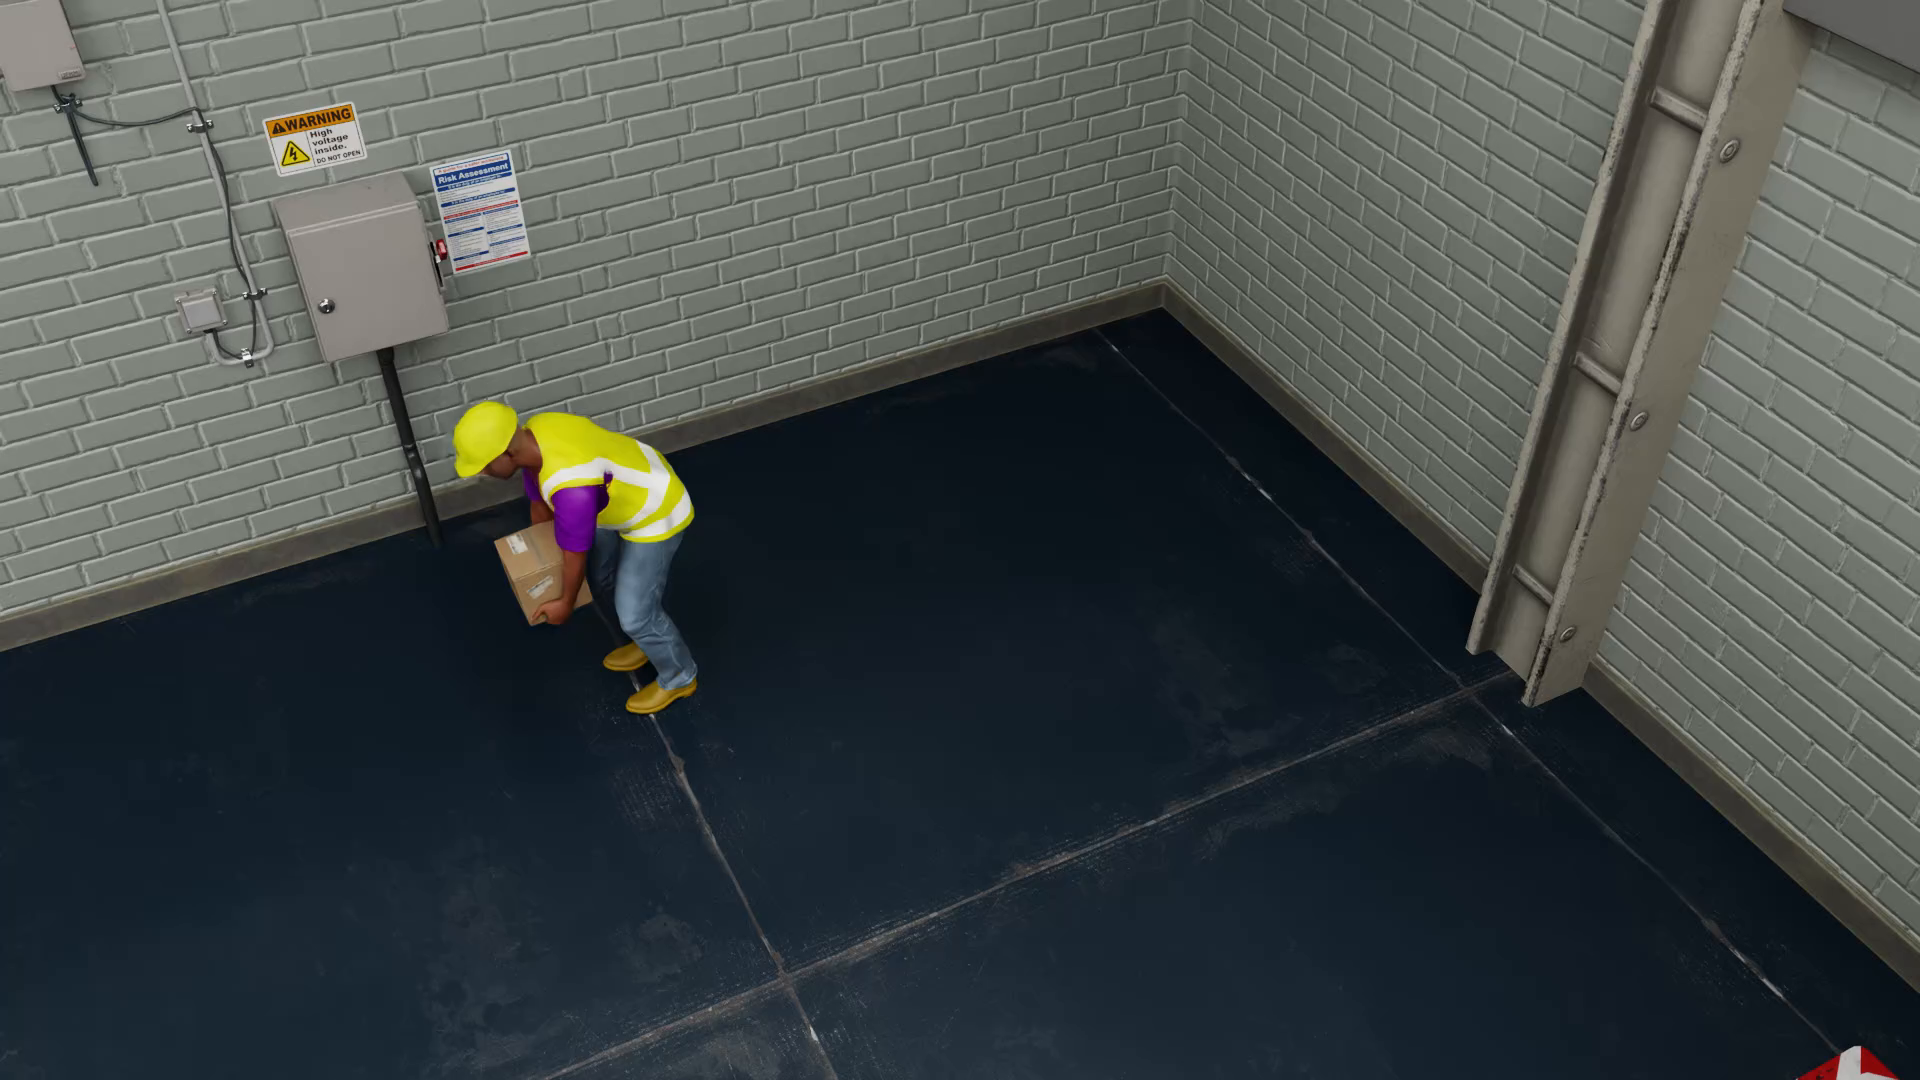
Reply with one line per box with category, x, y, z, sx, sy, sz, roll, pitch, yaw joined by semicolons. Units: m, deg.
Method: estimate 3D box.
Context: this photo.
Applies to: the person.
person;-1.394;0.042;6.261;0.802;1.542;0.488;-20;45;-21
